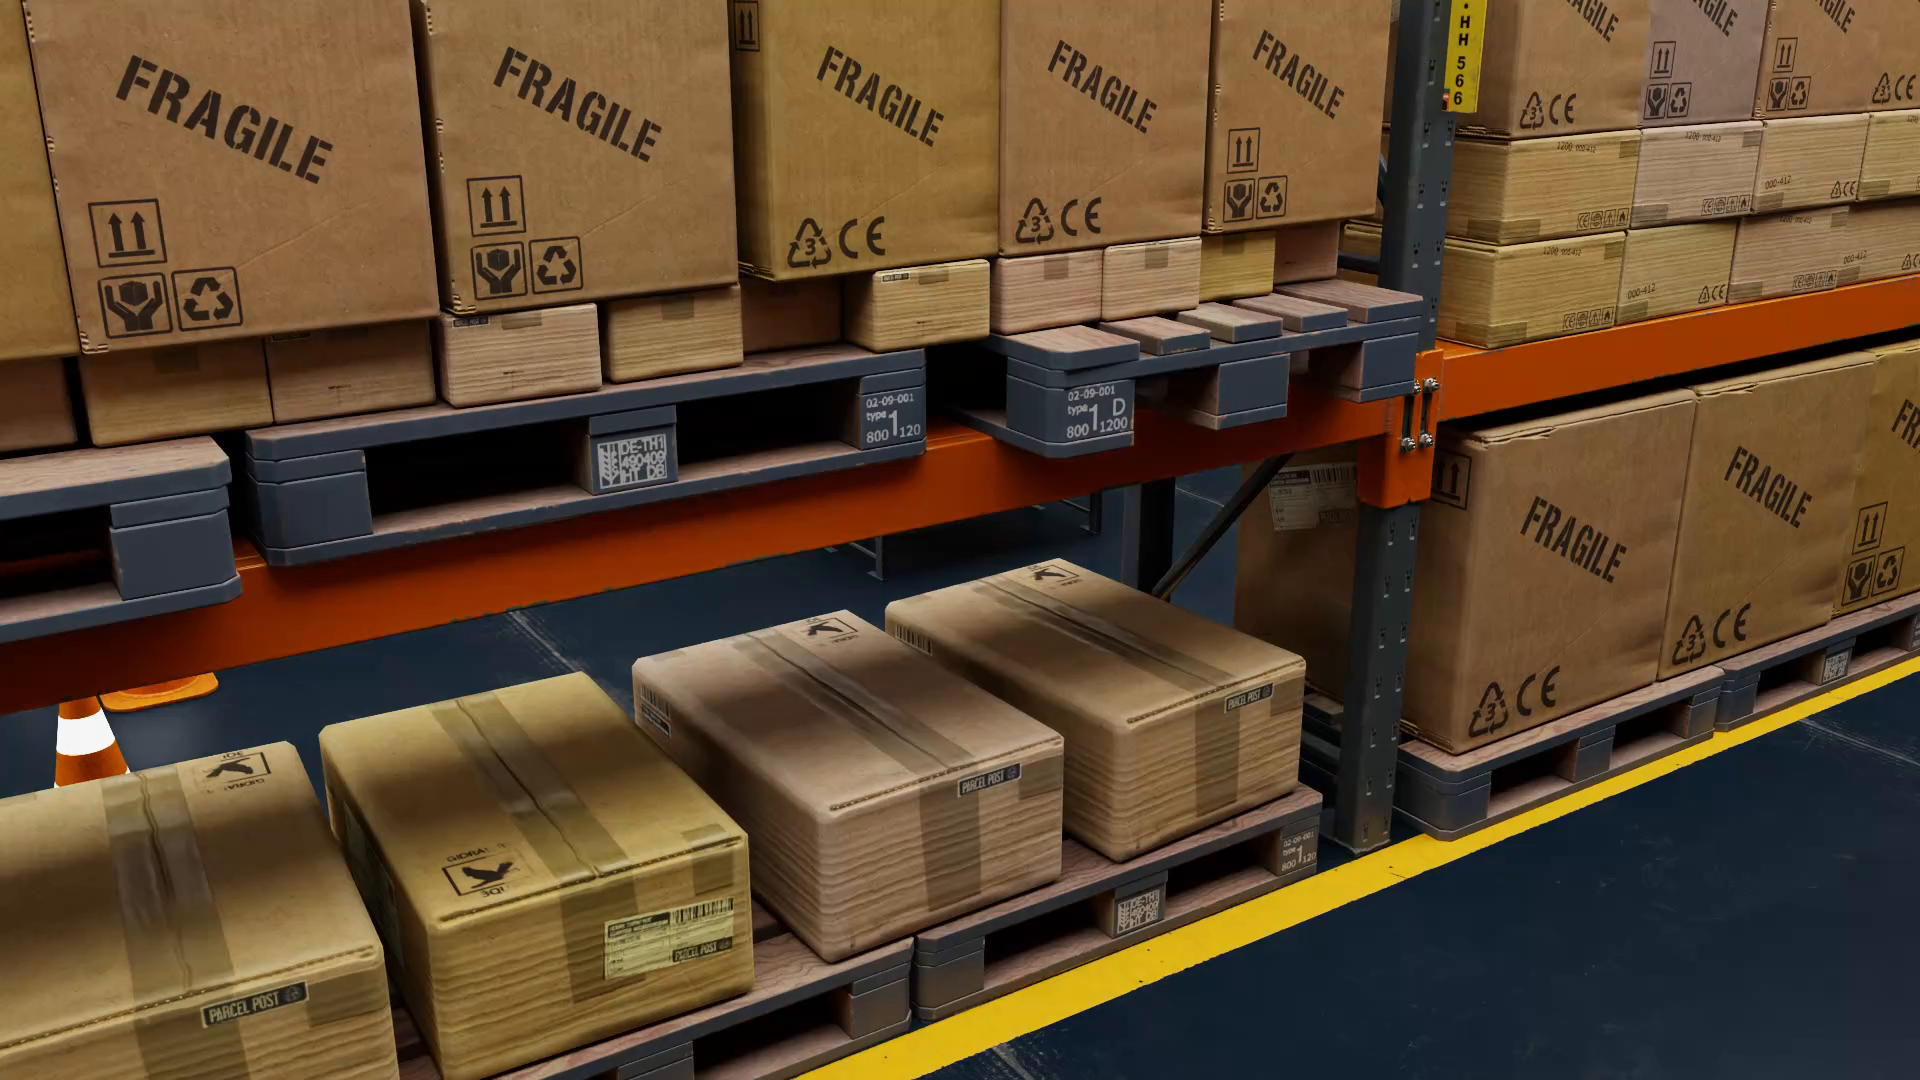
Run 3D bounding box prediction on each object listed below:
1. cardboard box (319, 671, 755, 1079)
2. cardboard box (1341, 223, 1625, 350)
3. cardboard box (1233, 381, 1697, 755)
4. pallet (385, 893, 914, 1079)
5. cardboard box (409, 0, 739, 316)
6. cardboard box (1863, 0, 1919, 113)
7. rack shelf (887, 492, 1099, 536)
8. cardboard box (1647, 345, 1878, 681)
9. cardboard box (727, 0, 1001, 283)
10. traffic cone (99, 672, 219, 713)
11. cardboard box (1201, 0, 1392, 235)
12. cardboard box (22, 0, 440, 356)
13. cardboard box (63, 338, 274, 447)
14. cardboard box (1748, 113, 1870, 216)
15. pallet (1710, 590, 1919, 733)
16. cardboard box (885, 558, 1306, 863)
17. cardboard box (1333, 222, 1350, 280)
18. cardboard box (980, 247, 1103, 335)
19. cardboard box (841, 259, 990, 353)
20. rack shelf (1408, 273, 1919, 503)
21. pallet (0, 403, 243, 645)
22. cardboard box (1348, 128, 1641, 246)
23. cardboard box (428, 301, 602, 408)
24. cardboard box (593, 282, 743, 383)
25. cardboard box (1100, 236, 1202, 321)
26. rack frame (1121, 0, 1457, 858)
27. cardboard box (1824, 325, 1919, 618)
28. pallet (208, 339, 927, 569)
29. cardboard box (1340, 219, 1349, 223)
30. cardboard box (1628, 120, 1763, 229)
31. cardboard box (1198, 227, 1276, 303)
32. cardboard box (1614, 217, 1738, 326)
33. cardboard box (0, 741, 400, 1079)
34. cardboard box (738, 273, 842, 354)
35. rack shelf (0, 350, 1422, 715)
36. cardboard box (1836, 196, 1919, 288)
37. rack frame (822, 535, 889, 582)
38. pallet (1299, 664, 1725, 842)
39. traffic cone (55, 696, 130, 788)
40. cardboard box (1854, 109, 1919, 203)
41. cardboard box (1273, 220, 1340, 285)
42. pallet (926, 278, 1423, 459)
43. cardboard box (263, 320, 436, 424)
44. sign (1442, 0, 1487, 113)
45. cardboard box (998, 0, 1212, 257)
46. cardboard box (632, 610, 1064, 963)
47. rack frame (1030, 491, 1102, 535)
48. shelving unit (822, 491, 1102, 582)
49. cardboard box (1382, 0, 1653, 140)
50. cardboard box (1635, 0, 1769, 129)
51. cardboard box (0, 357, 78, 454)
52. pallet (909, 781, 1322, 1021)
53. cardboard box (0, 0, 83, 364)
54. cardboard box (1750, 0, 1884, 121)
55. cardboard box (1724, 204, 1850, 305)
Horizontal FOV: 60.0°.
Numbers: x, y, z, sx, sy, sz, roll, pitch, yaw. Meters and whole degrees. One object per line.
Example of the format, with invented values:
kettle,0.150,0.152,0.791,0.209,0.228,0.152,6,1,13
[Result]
cardboard box,-0.922,0.666,3.539,0.625,0.372,0.950,-11,22,-30
cardboard box,1.351,-0.689,4.333,0.500,0.250,0.500,-12,22,-32
cardboard box,1.426,-0.033,4.820,0.875,0.875,0.875,-12,22,-32
pallet,-0.868,0.931,3.662,1.213,0.211,1.003,-12,22,-31
cardboard box,-0.726,-0.695,2.840,0.500,0.500,0.500,-13,23,-34
cardboard box,2.623,-1.548,4.924,0.500,0.500,0.500,-12,22,-31
rack shelf,0.006,-0.302,6.646,1.000,0.278,0.538,-12,22,-31
cardboard box,2.173,-0.189,5.282,0.875,0.875,0.875,-12,22,-31
cardboard box,-0.270,-0.791,3.123,0.500,0.500,0.500,-14,23,-35
traffic cone,-2.579,0.254,5.271,0.334,0.463,0.336,-12,22,-31
cardboard box,0.577,-0.974,3.665,0.500,0.500,0.500,-13,22,-33
cardboard box,-1.150,-0.601,2.564,0.500,0.500,0.500,-12,22,-32
cardboard box,-1.256,-0.275,2.612,0.250,0.149,0.380,-12,22,-31
cardboard box,2.218,-1.105,4.784,0.500,0.250,0.500,-12,22,-32
pallet,2.521,0.248,5.683,1.213,0.211,1.003,-12,22,-31
cardboard box,0.326,0.402,4.320,0.625,0.372,0.950,-14,23,-35
cardboard box,1.083,-0.829,4.746,0.500,0.250,0.500,-13,23,-33
cardboard box,0.075,-0.535,3.381,0.250,0.149,0.380,-13,23,-34
cardboard box,-0.148,-0.483,3.226,0.250,0.149,0.380,-11,22,-30
rack shelf,2.474,-0.753,5.410,4.000,0.370,1.077,-12,22,-31
pallet,-1.819,-0.041,2.483,1.213,0.211,1.003,-12,22,-31
cardboard box,1.362,-0.930,4.266,0.500,0.250,0.500,-12,22,-32
cardboard box,-0.798,-0.351,2.837,0.250,0.149,0.380,-11,22,-29
cardboard box,-0.591,-0.406,2.999,0.250,0.149,0.380,-13,22,-33
cardboard box,0.289,-0.577,3.506,0.250,0.149,0.380,-12,22,-32
rack frame,0.803,-0.741,4.253,0.127,3.000,1.000,-12,22,-31
cardboard box,2.920,-0.346,5.747,0.875,0.875,0.875,-11,22,-30
pallet,-0.827,-0.291,3.220,1.213,0.211,1.003,-12,22,-31
cardboard box,1.068,-1.060,4.650,0.500,0.250,0.500,-12,22,-32
cardboard box,1.795,-1.021,4.534,0.500,0.250,0.500,-11,22,-30
cardboard box,0.475,-0.634,3.672,0.250,0.149,0.380,-12,22,-31
cardboard box,1.770,-0.784,4.615,0.500,0.250,0.500,-13,22,-33
cardboard box,-1.502,0.789,3.175,0.625,0.372,0.950,-10,21,-28
cardboard box,-0.427,-0.472,3.195,0.250,0.149,0.380,-12,22,-31
rack shelf,-0.867,-0.048,3.326,4.000,0.370,1.077,-12,22,-31
cardboard box,2.621,-0.963,5.143,0.500,0.250,0.500,-12,22,-31
rack frame,-0.419,-0.445,6.303,0.032,1.125,0.500,-12,22,-31
pallet,1.503,0.461,5.051,1.213,0.211,1.003,-12,22,-31
traffic cone,-2.272,0.572,4.329,0.334,0.463,0.336,-12,22,-31
cardboard box,2.649,-1.191,5.038,0.500,0.250,0.500,-11,22,-30
cardboard box,0.659,-0.700,3.869,0.250,0.149,0.380,-11,22,-29
pallet,0.267,-0.496,3.828,1.003,0.211,1.213,-12,22,-31
cardboard box,-1.049,-0.318,2.740,0.250,0.149,0.380,-12,22,-31
sign,1.110,-1.109,3.656,0.005,0.325,0.100,-12,22,-31
cardboard box,0.151,-0.880,3.387,0.500,0.500,0.500,-12,22,-32
cardboard box,-0.286,0.534,3.929,0.625,0.372,0.950,-12,22,-32
rack frame,0.430,-0.624,6.833,0.032,1.125,0.500,-12,22,-31
shelving unit,0.006,-0.534,6.568,1.048,1.125,0.538,-12,22,-31
cardboard box,1.350,-1.284,4.140,0.500,0.500,0.500,-13,22,-33
cardboard box,1.759,-1.373,4.407,0.500,0.500,0.500,-12,22,-31
cardboard box,-1.494,-0.241,2.511,0.250,0.149,0.380,-10,21,-28
pallet,0.150,0.717,4.294,1.213,0.211,1.003,-12,22,-31
cardboard box,-1.570,-0.518,2.317,0.500,0.500,0.500,-12,22,-31
cardboard box,2.199,-1.460,4.664,0.500,0.500,0.500,-11,22,-30
cardboard box,2.211,-0.875,4.883,0.500,0.250,0.500,-11,22,-30
